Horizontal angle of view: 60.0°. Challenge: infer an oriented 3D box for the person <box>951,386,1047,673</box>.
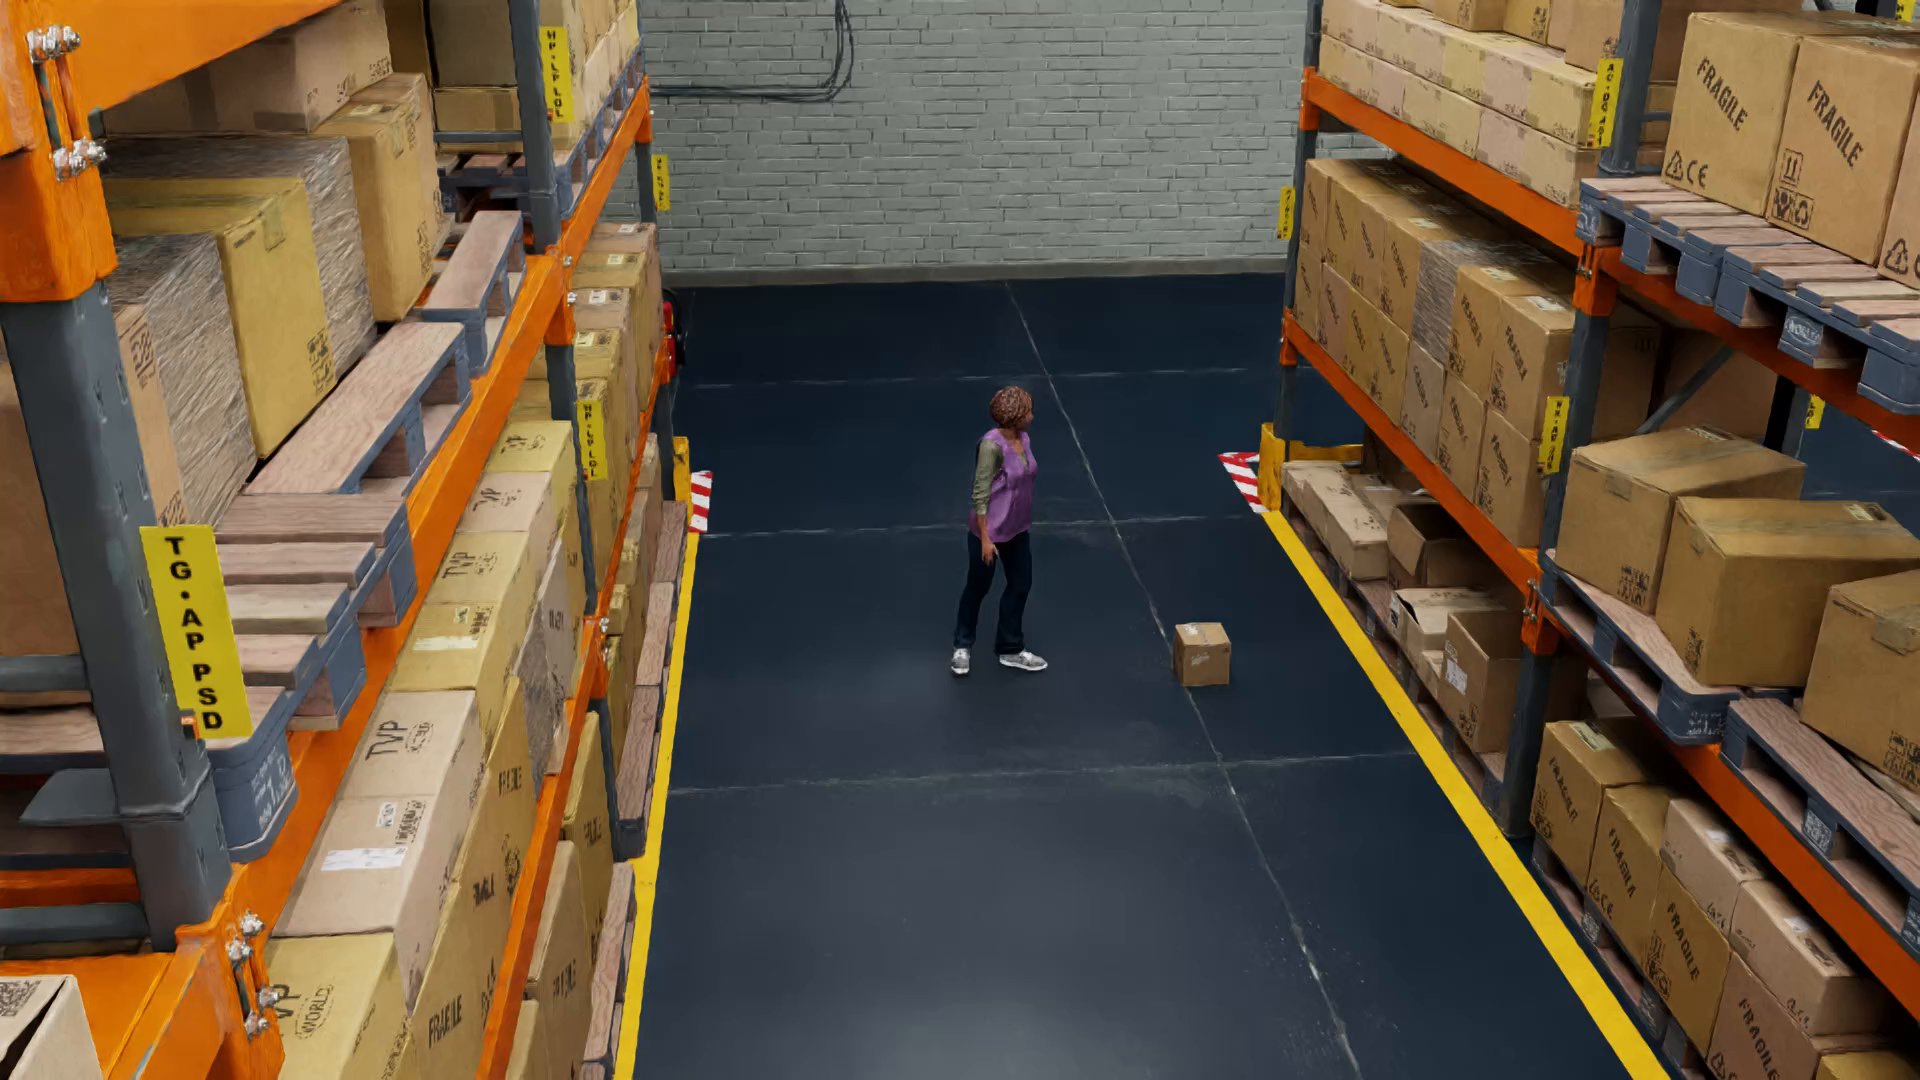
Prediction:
[{"bbox_3d":[0.195,-0.035,8.706,0.487,1.583,0.479,18,30,34],"label":"person"}]
